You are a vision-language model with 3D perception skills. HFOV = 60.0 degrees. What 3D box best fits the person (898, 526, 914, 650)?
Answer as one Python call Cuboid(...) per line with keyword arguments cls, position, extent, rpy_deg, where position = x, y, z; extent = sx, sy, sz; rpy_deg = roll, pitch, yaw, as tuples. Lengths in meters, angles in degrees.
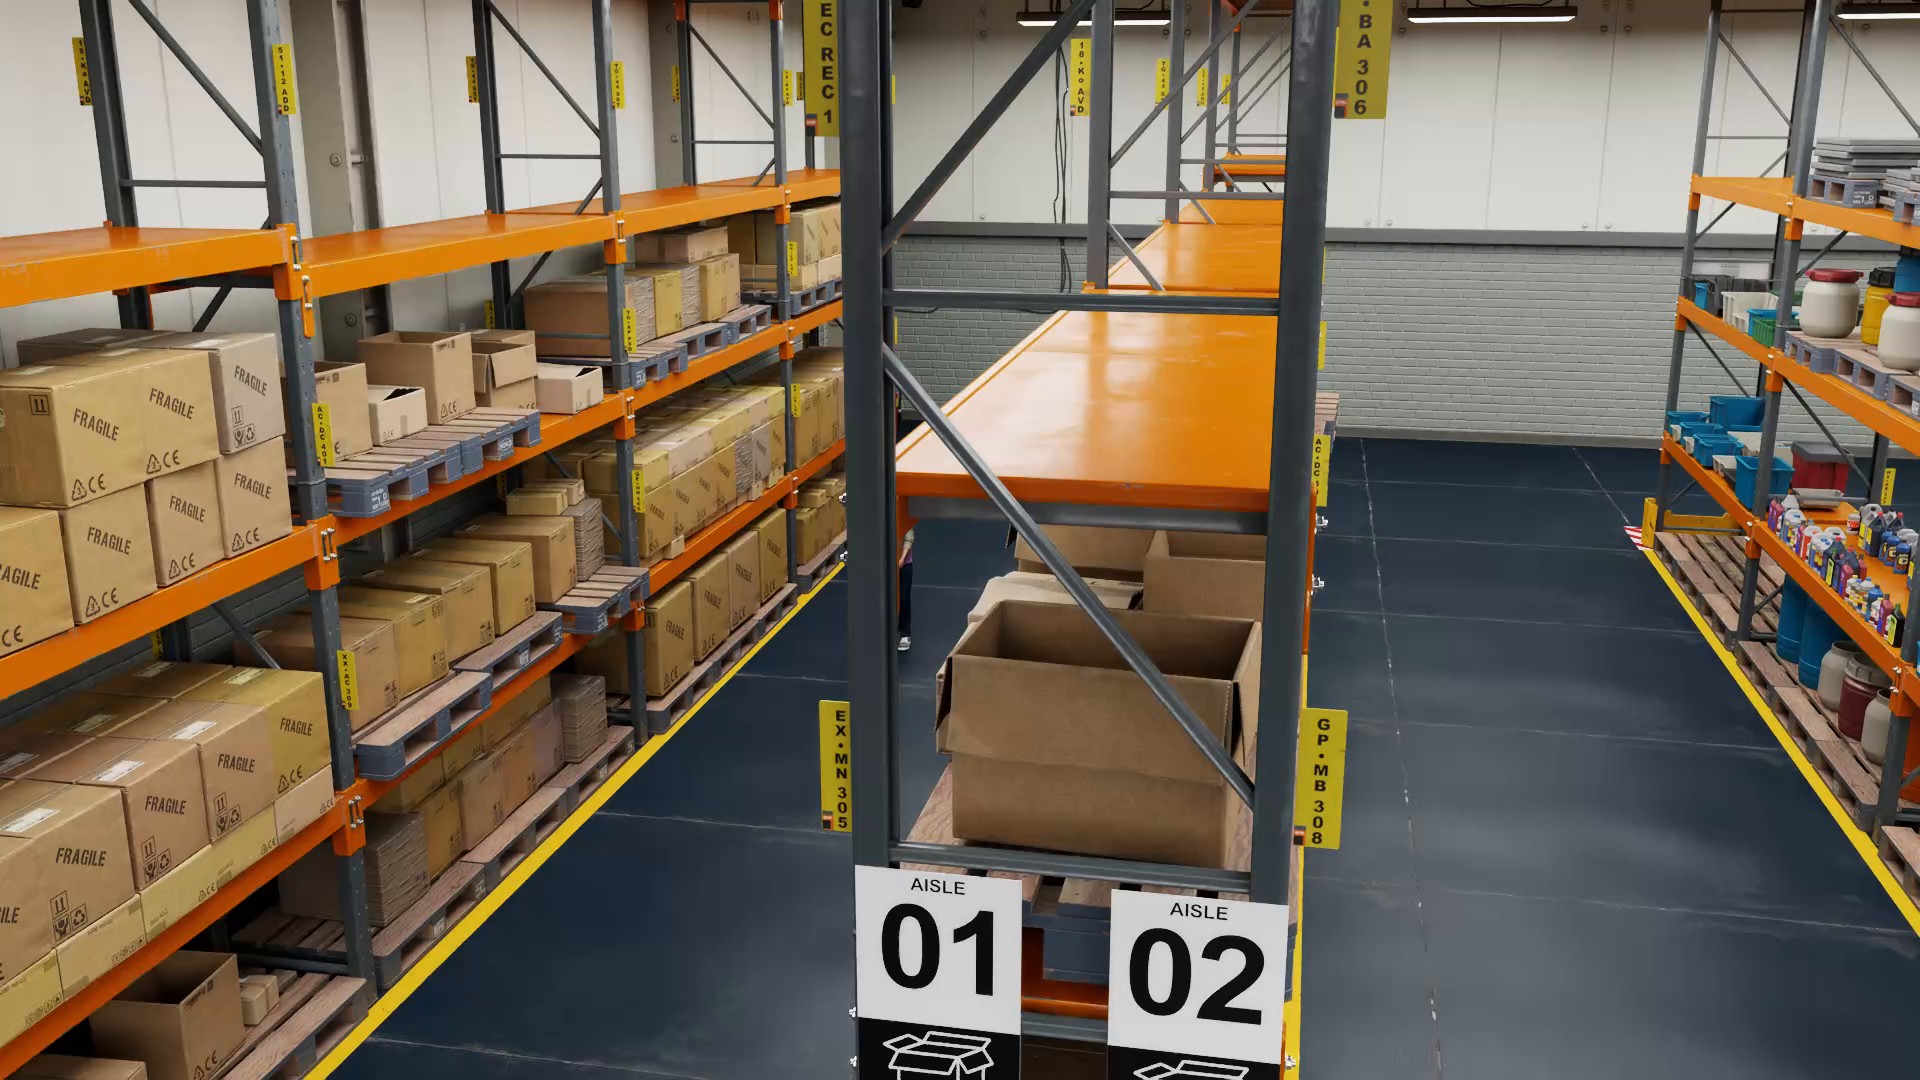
Cuboid(cls="person", position=(-0.619, 0.234, 15.167), extent=(0.408, 1.589, 0.493), rpy_deg=(3, 15, 11))
